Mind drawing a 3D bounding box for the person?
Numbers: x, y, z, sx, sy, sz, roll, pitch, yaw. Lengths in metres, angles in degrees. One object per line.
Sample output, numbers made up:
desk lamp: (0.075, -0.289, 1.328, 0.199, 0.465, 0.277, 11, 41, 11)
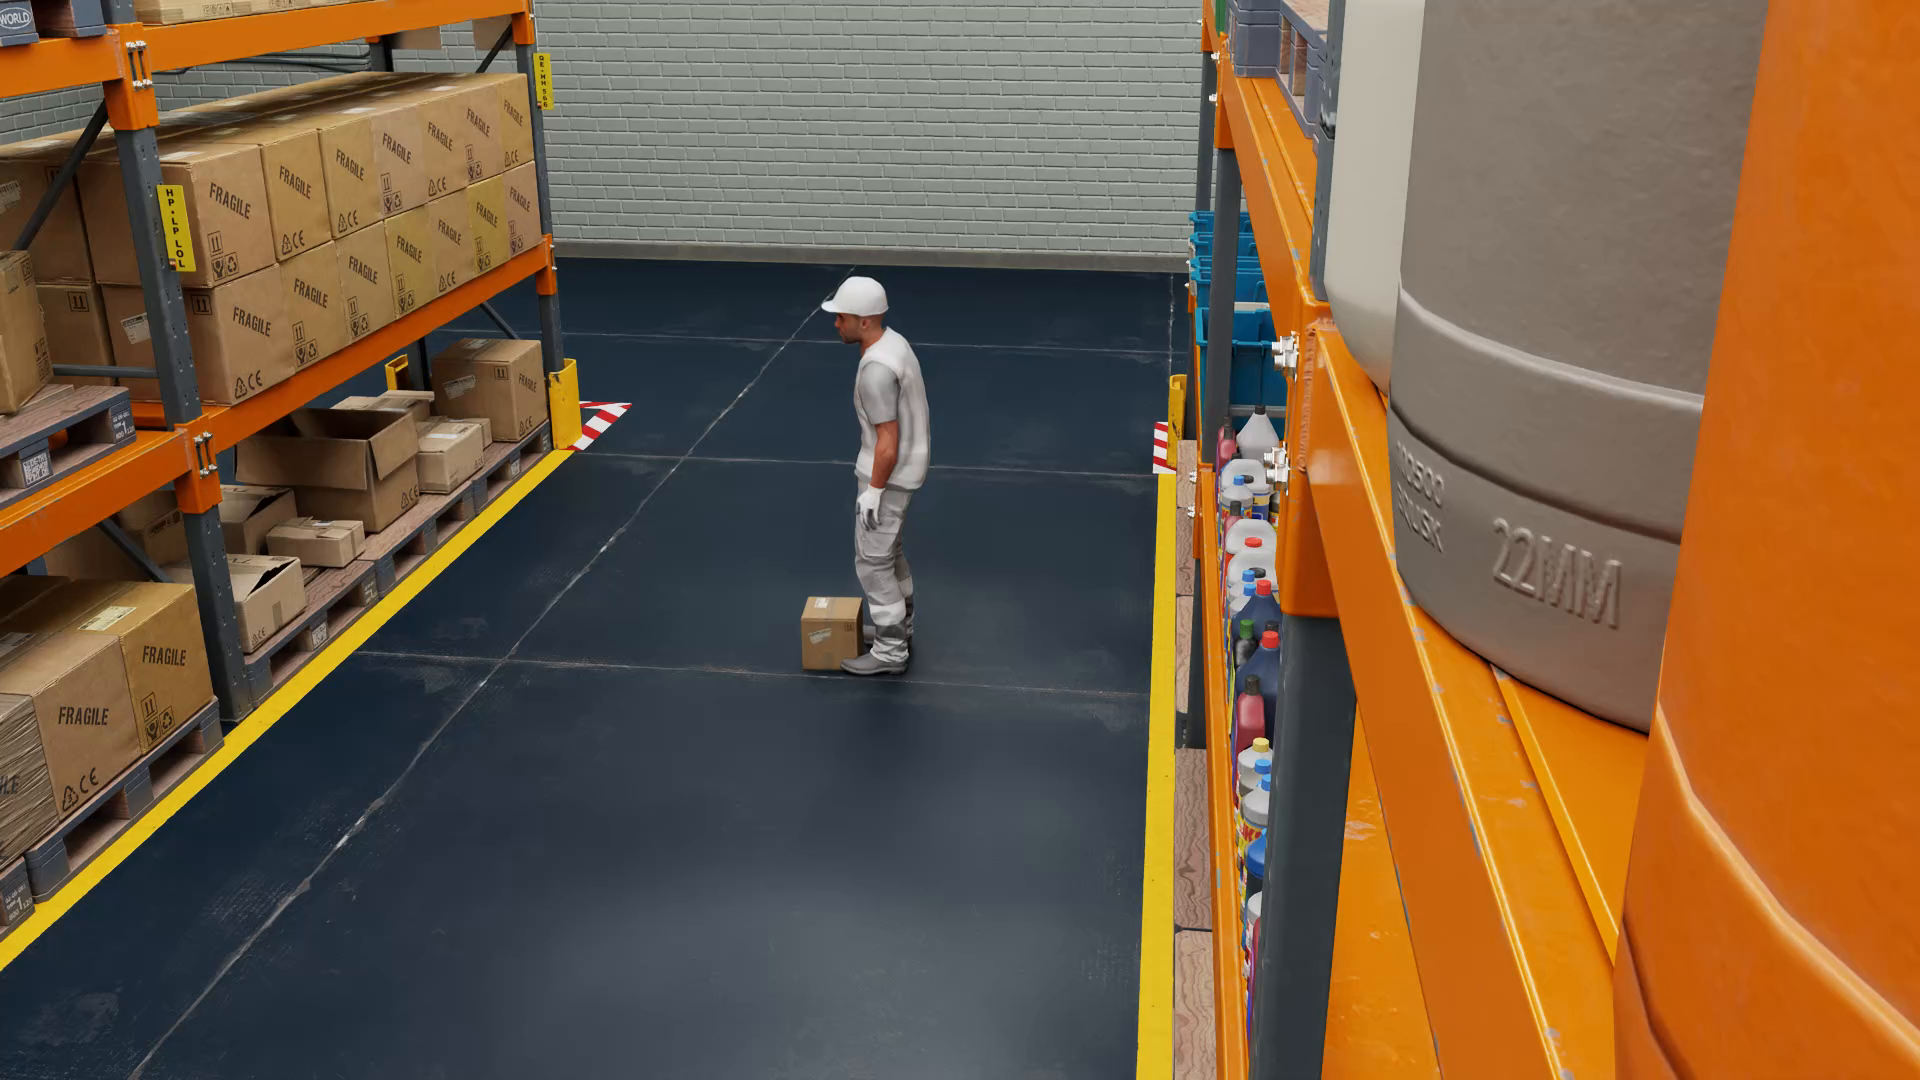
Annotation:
person: (-0.356, -0.277, 7.286, 0.452, 1.777, 0.605, 1, 21, 4)
